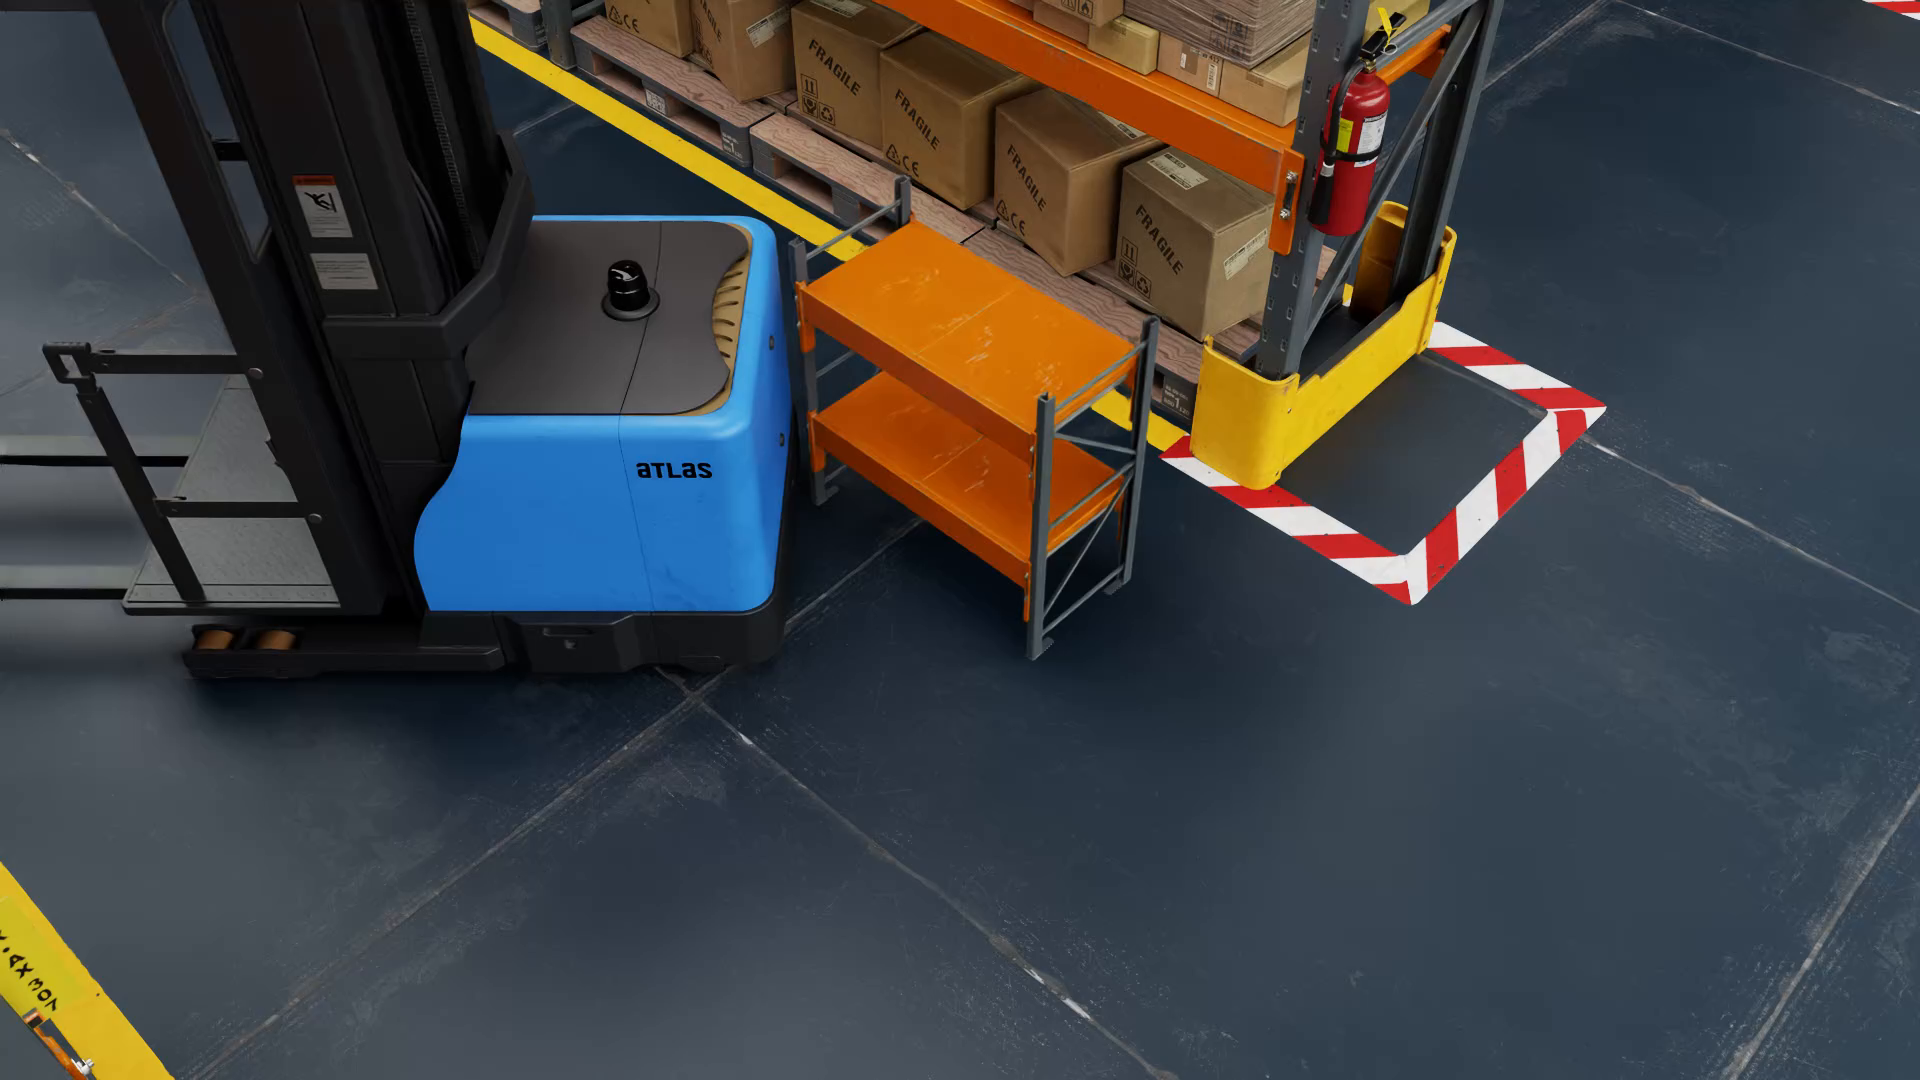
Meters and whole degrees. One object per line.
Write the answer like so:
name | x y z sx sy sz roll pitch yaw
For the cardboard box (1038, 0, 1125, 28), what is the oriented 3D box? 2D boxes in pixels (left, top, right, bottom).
cardboard box | 0.553 -2.151 5.439 0.500 0.500 0.875 34 55 28

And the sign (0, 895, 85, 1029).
sign | -1.596 0.721 2.826 0.005 0.325 0.100 34 55 28

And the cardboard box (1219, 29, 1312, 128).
cardboard box | 1.038 -1.489 5.263 0.250 0.149 0.380 34 55 28

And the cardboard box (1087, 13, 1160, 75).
cardboard box | 0.636 -1.709 5.470 0.250 0.149 0.380 34 55 28

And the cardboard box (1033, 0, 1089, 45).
cardboard box | 0.463 -1.841 5.594 0.250 0.149 0.380 34 55 28

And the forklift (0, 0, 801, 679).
forklift | -2.084 -0.946 4.628 3.031 2.935 1.130 0 47 0

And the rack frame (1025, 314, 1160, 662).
rack frame | 0.396 -0.131 5.101 0.032 1.125 0.500 35 56 28

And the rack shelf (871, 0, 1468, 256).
rack shelf | -0.083 -2.288 6.334 4.000 0.370 1.077 34 55 28

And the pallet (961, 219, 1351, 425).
pallet | 0.758 -1.049 6.590 1.213 0.211 1.003 34 55 28

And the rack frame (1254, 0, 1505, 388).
rack frame | 1.387 -1.545 5.143 0.127 3.000 1.000 34 55 28

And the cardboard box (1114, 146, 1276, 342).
cardboard box | 0.940 -1.151 6.200 0.500 0.500 0.500 -28 53 -24

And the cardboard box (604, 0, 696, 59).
cardboard box | -1.285 -2.592 7.552 0.500 0.500 0.500 32 55 27

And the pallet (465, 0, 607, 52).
pallet | -2.125 -2.952 8.377 1.213 0.211 1.003 34 55 28

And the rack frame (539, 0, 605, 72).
rack frame | -1.552 -3.523 7.000 0.127 3.000 1.000 34 55 28

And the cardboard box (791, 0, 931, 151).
cardboard box | -0.350 -2.048 7.042 0.500 0.500 0.500 29 53 25

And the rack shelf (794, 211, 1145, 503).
rack shelf | 0.028 -0.587 5.128 1.000 0.278 0.538 35 56 28

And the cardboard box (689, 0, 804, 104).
cardboard box | -0.859 -2.313 7.290 0.500 0.500 0.500 -22 51 -19

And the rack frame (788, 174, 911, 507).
rack frame | -0.340 -0.642 5.581 0.032 1.125 0.500 35 56 28

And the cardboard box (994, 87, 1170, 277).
cardboard box | 0.477 -1.428 6.460 0.500 0.500 0.500 -25 52 -21

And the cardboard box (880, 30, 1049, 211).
cardboard box | 0.030 -1.748 6.760 0.500 0.500 0.500 -33 55 -27

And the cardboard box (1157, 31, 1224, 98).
cardboard box | 0.854 -1.613 5.380 0.250 0.149 0.380 34 55 28

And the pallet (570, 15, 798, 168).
pallet | -1.035 -2.255 7.723 1.213 0.211 1.003 34 55 28

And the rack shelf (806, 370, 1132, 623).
rack shelf | 0.028 -0.219 5.519 1.000 0.278 0.538 35 56 28

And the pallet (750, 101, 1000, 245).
pallet | -0.134 -1.652 7.156 1.213 0.211 1.003 34 55 28

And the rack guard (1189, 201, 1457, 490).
rack guard | 1.331 -0.727 6.090 0.348 0.500 1.175 34 55 28

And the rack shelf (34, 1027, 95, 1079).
rack shelf | -3.442 0.366 3.843 4.000 0.370 1.077 34 55 28

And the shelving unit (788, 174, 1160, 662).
shelving unit | 0.028 -0.386 5.341 1.048 1.125 0.538 35 56 28

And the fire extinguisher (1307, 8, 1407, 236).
fire extinguisher | 1.159 -1.215 4.886 0.183 0.674 0.296 34 55 28

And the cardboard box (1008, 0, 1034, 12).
cardboard box | 0.307 -1.987 5.730 0.250 0.149 0.380 34 55 28

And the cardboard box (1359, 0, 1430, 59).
cardboard box | 1.339 -1.728 5.487 0.250 0.149 0.380 34 55 28

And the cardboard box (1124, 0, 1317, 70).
cardboard box | 1.002 -1.968 5.267 0.500 0.500 0.875 34 55 28
